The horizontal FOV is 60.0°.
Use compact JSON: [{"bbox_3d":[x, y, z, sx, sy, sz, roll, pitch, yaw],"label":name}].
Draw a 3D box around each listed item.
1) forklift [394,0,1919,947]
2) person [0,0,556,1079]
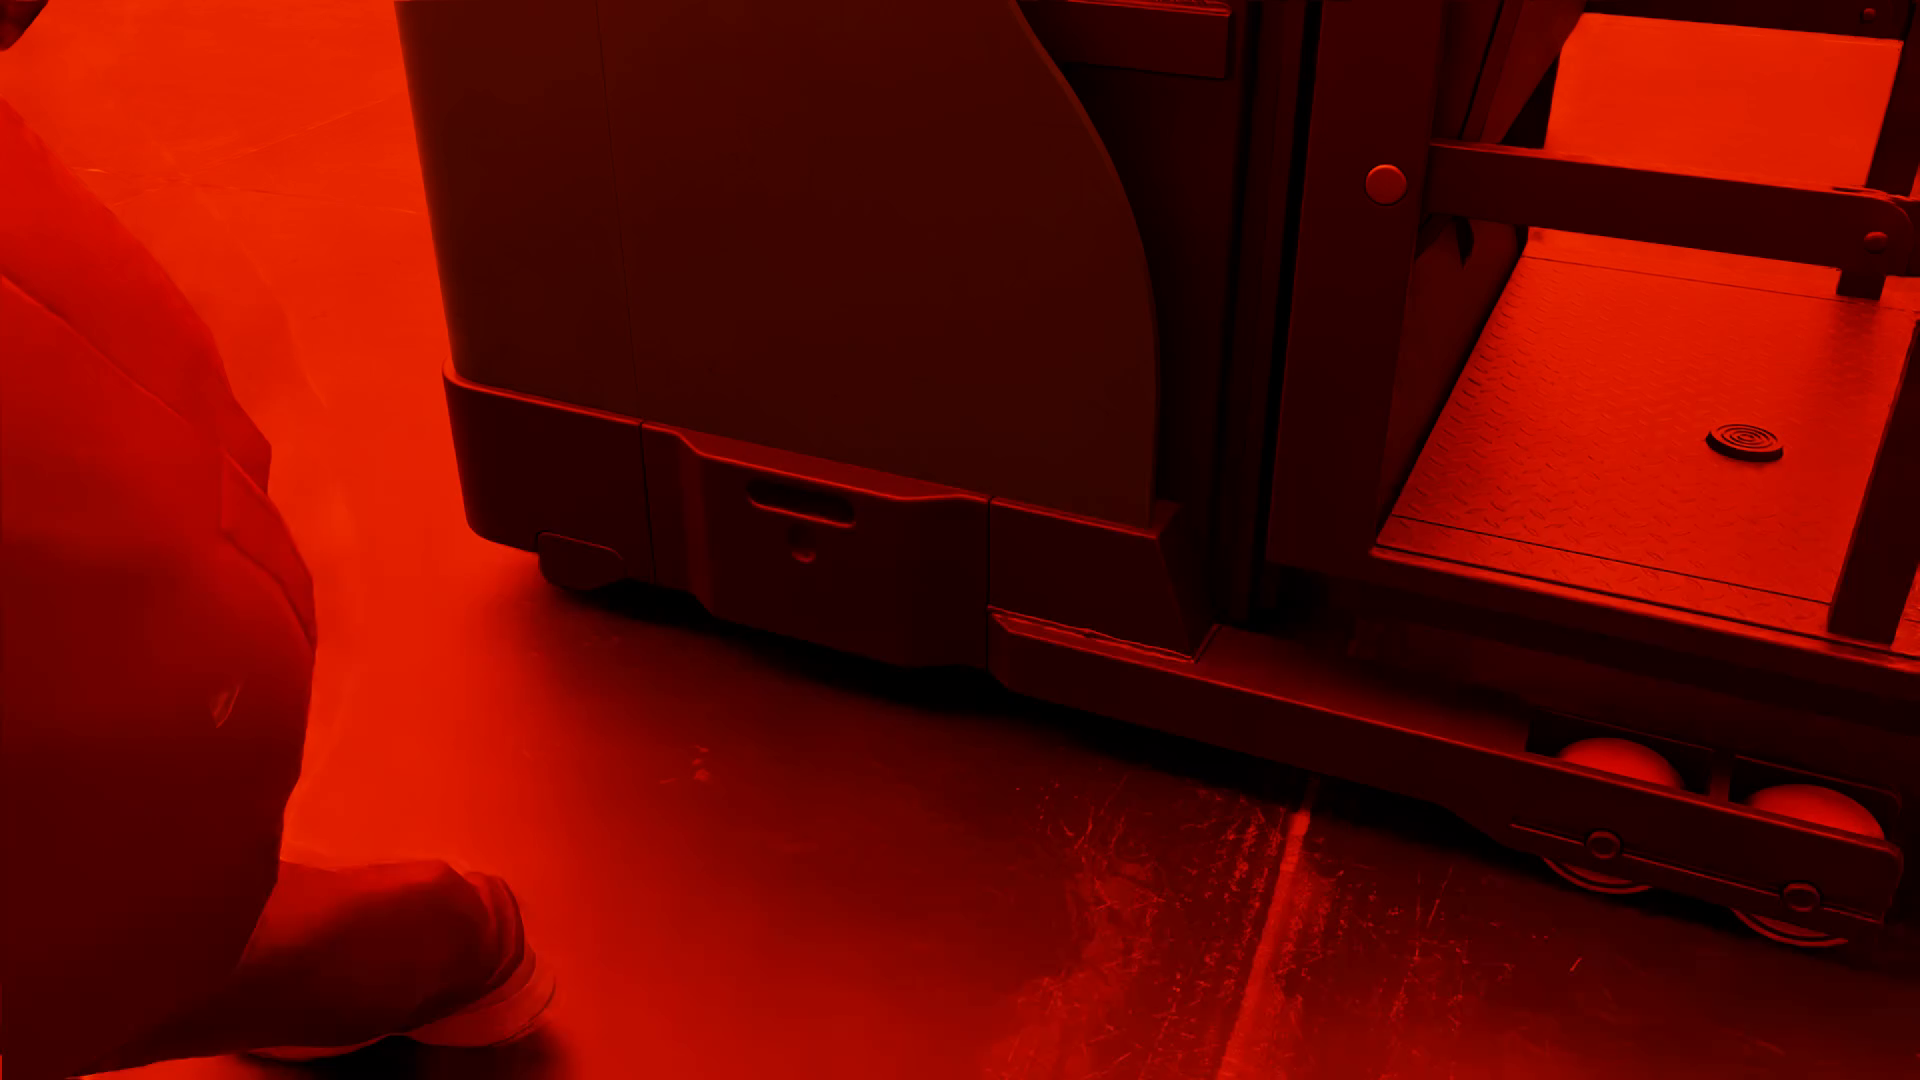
[{"bbox_3d":[0.841,-1.149,1.554,3.031,2.935,1.130,13,32,22],"label":"forklift"},{"bbox_3d":[-0.822,-0.013,0.955,0.932,1.539,1.043,-3,30,-5],"label":"person"}]
